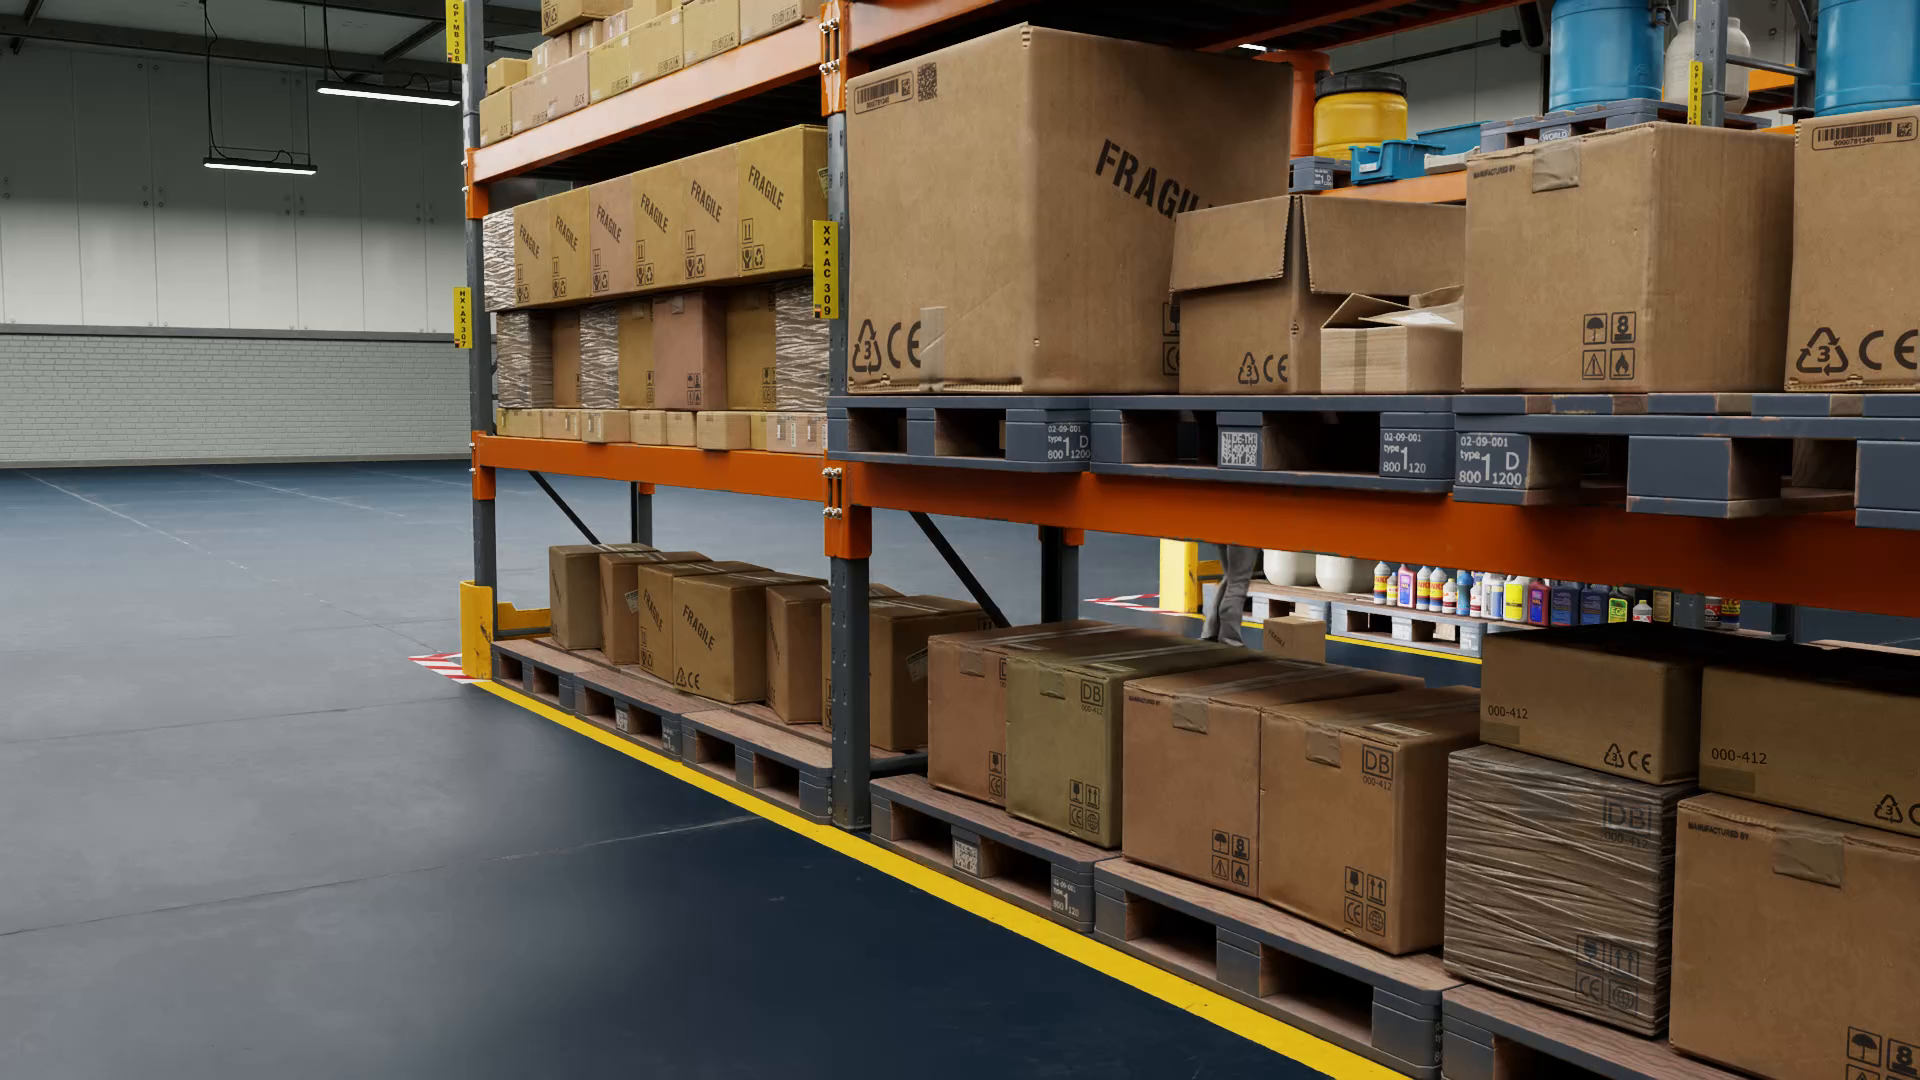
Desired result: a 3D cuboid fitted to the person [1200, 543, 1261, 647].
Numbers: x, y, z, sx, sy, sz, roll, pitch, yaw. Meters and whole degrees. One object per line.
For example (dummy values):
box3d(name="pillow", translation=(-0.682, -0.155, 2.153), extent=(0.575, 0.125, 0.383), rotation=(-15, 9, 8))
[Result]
box3d(name="person", translation=(1.514, -0.071, 9.130), extent=(0.322, 1.616, 0.451), rotation=(-3, 5, -28))
